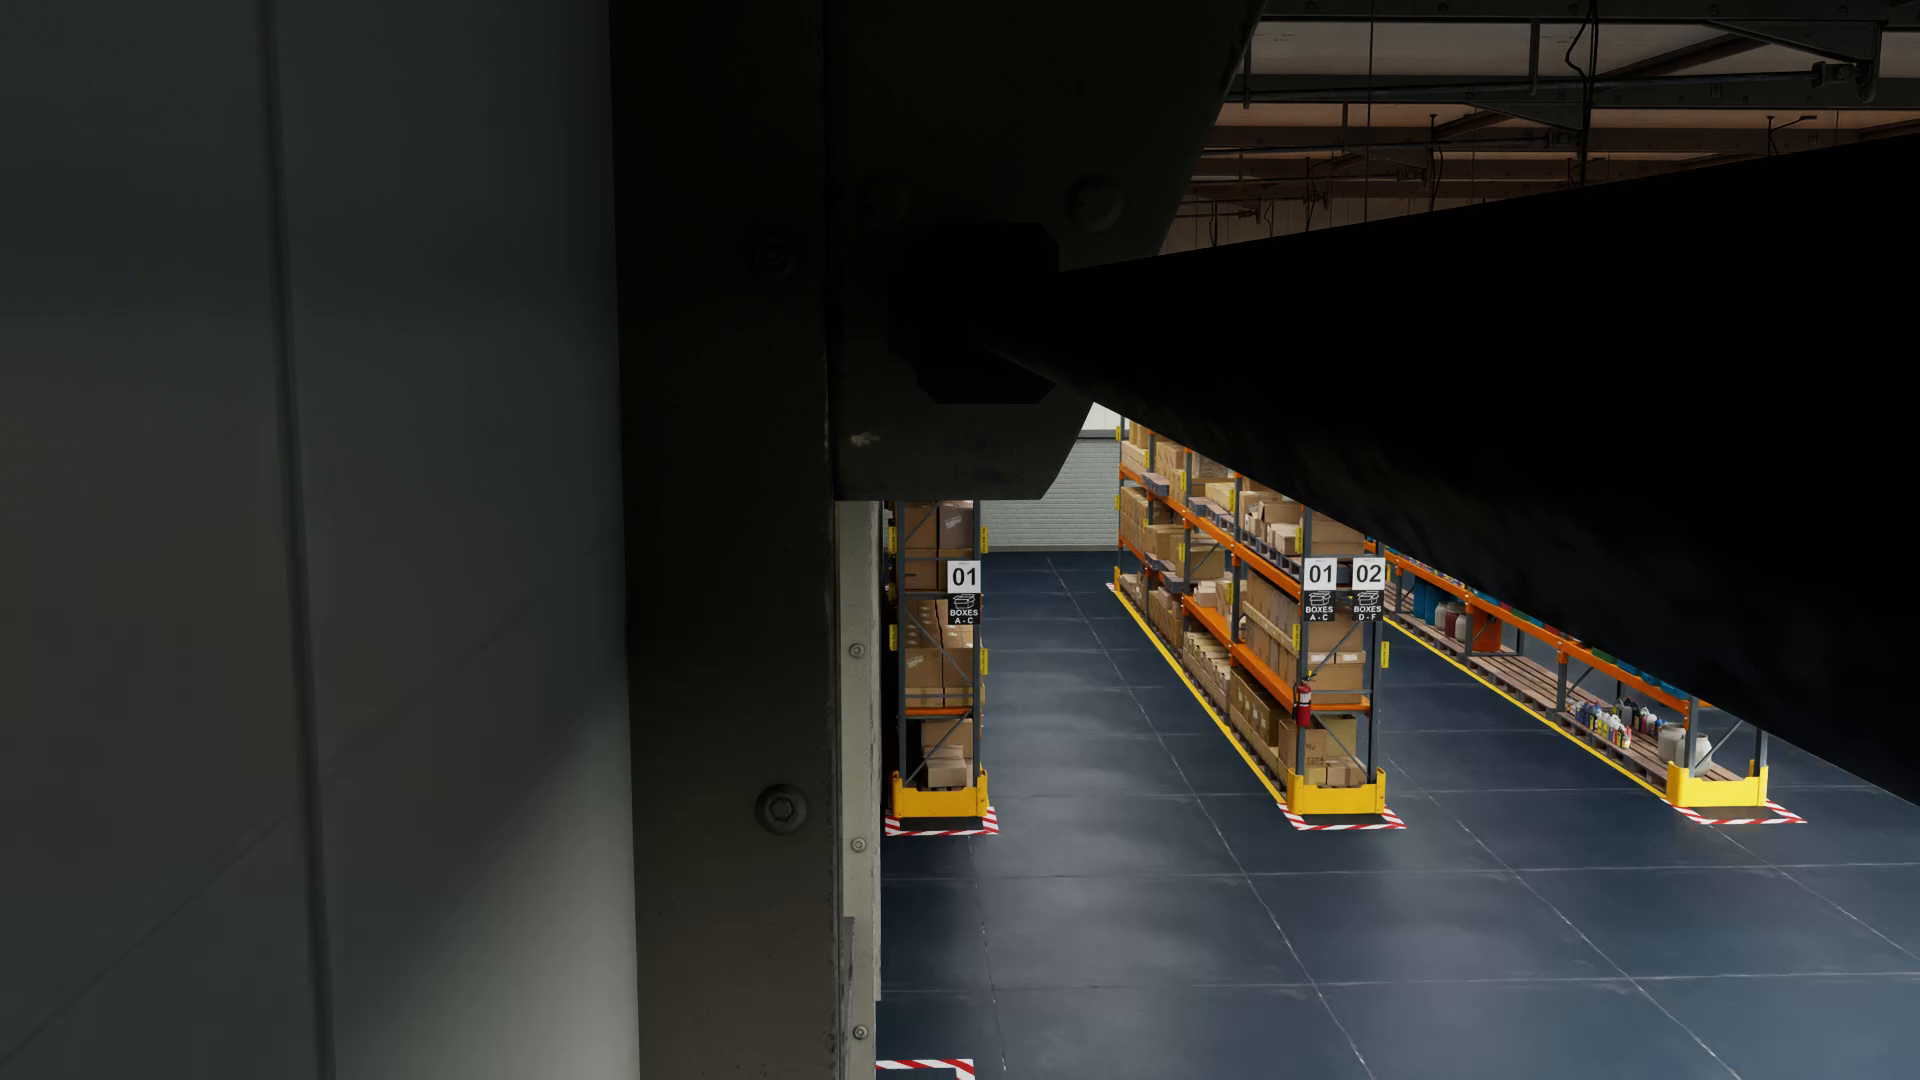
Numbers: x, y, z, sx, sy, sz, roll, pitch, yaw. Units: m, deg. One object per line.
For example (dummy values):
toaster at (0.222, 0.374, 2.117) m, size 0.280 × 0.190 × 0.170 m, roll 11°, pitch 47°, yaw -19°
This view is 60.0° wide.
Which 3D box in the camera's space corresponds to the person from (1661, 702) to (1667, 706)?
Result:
person at (11.114, 1.815, 25.851) m, size 0.709 × 1.632 × 0.703 m, roll 1°, pitch 8°, yaw 7°
